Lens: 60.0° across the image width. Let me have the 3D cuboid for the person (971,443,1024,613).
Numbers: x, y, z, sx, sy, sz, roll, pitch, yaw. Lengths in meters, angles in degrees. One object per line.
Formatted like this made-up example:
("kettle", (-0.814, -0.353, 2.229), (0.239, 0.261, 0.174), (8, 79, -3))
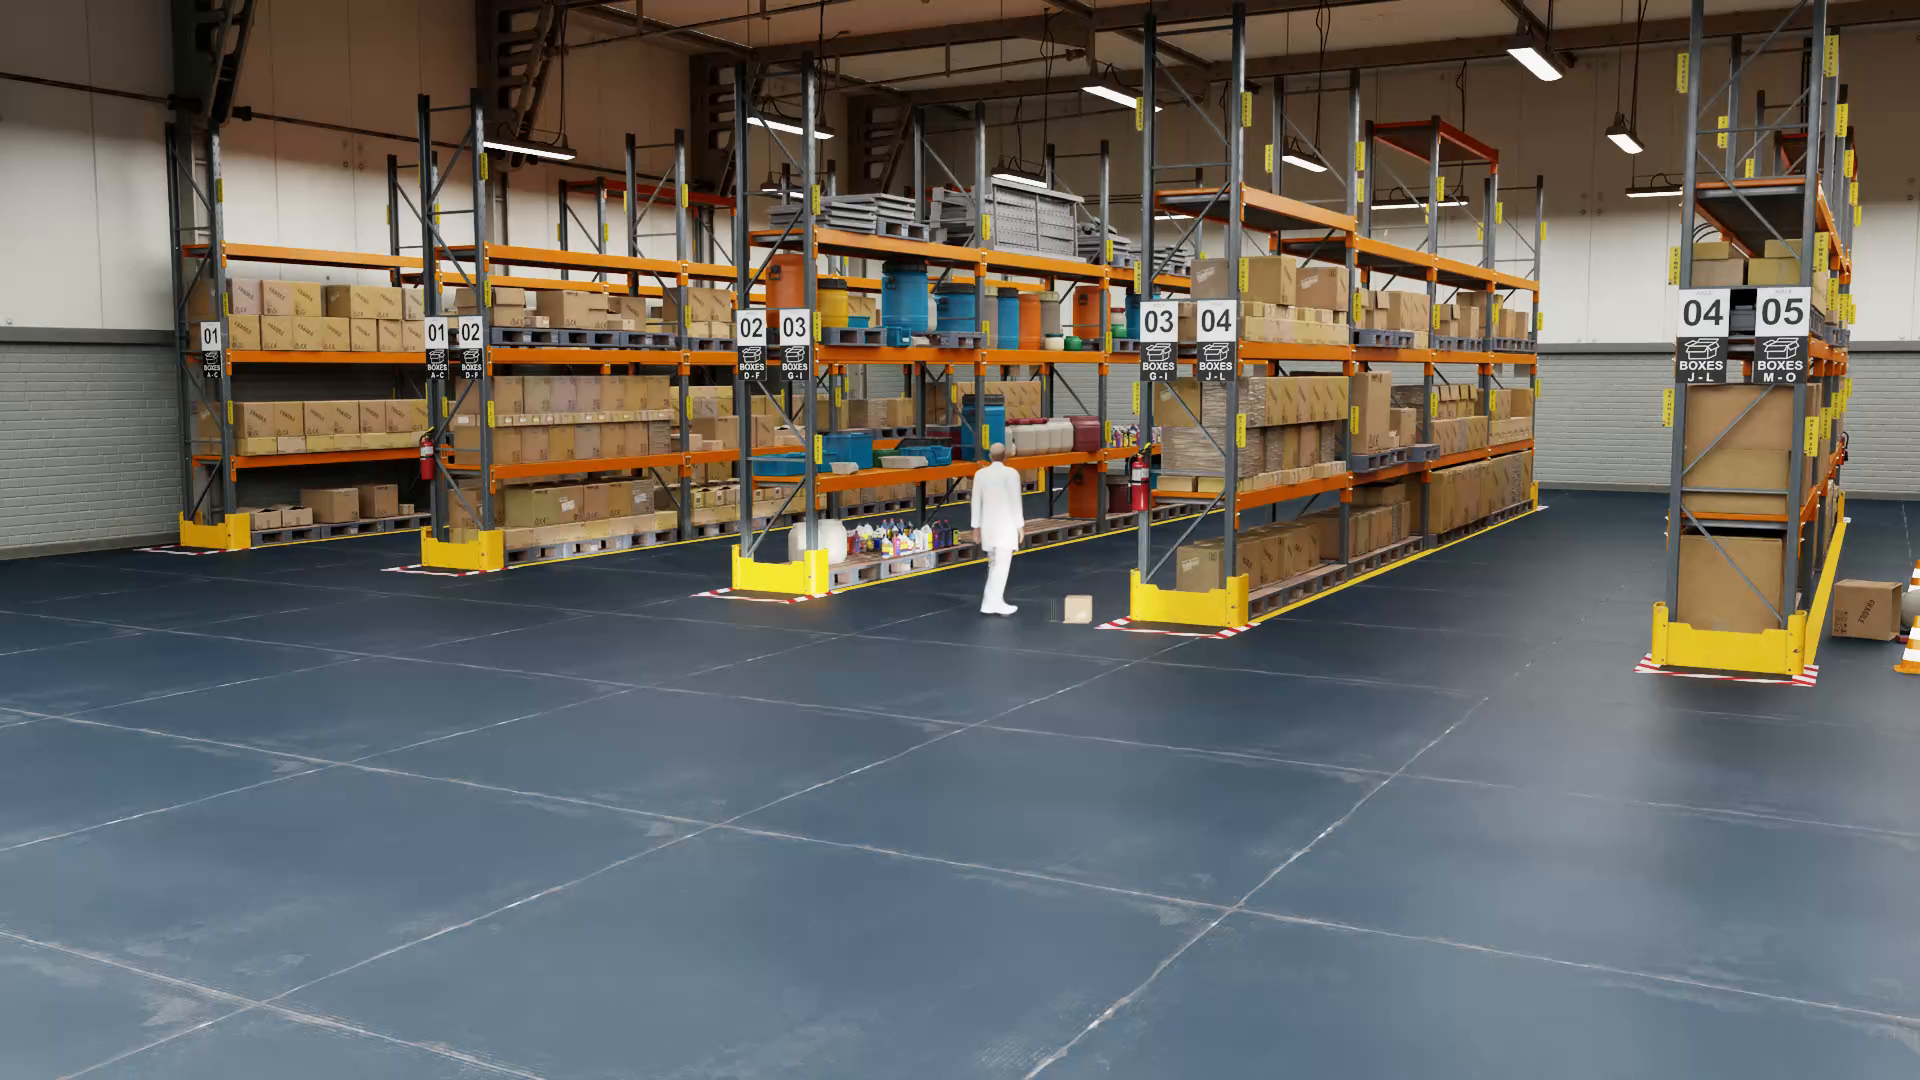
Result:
("person", (0.374, -0.120, 17.258), (0.613, 1.770, 0.624), (4, 7, 35))
